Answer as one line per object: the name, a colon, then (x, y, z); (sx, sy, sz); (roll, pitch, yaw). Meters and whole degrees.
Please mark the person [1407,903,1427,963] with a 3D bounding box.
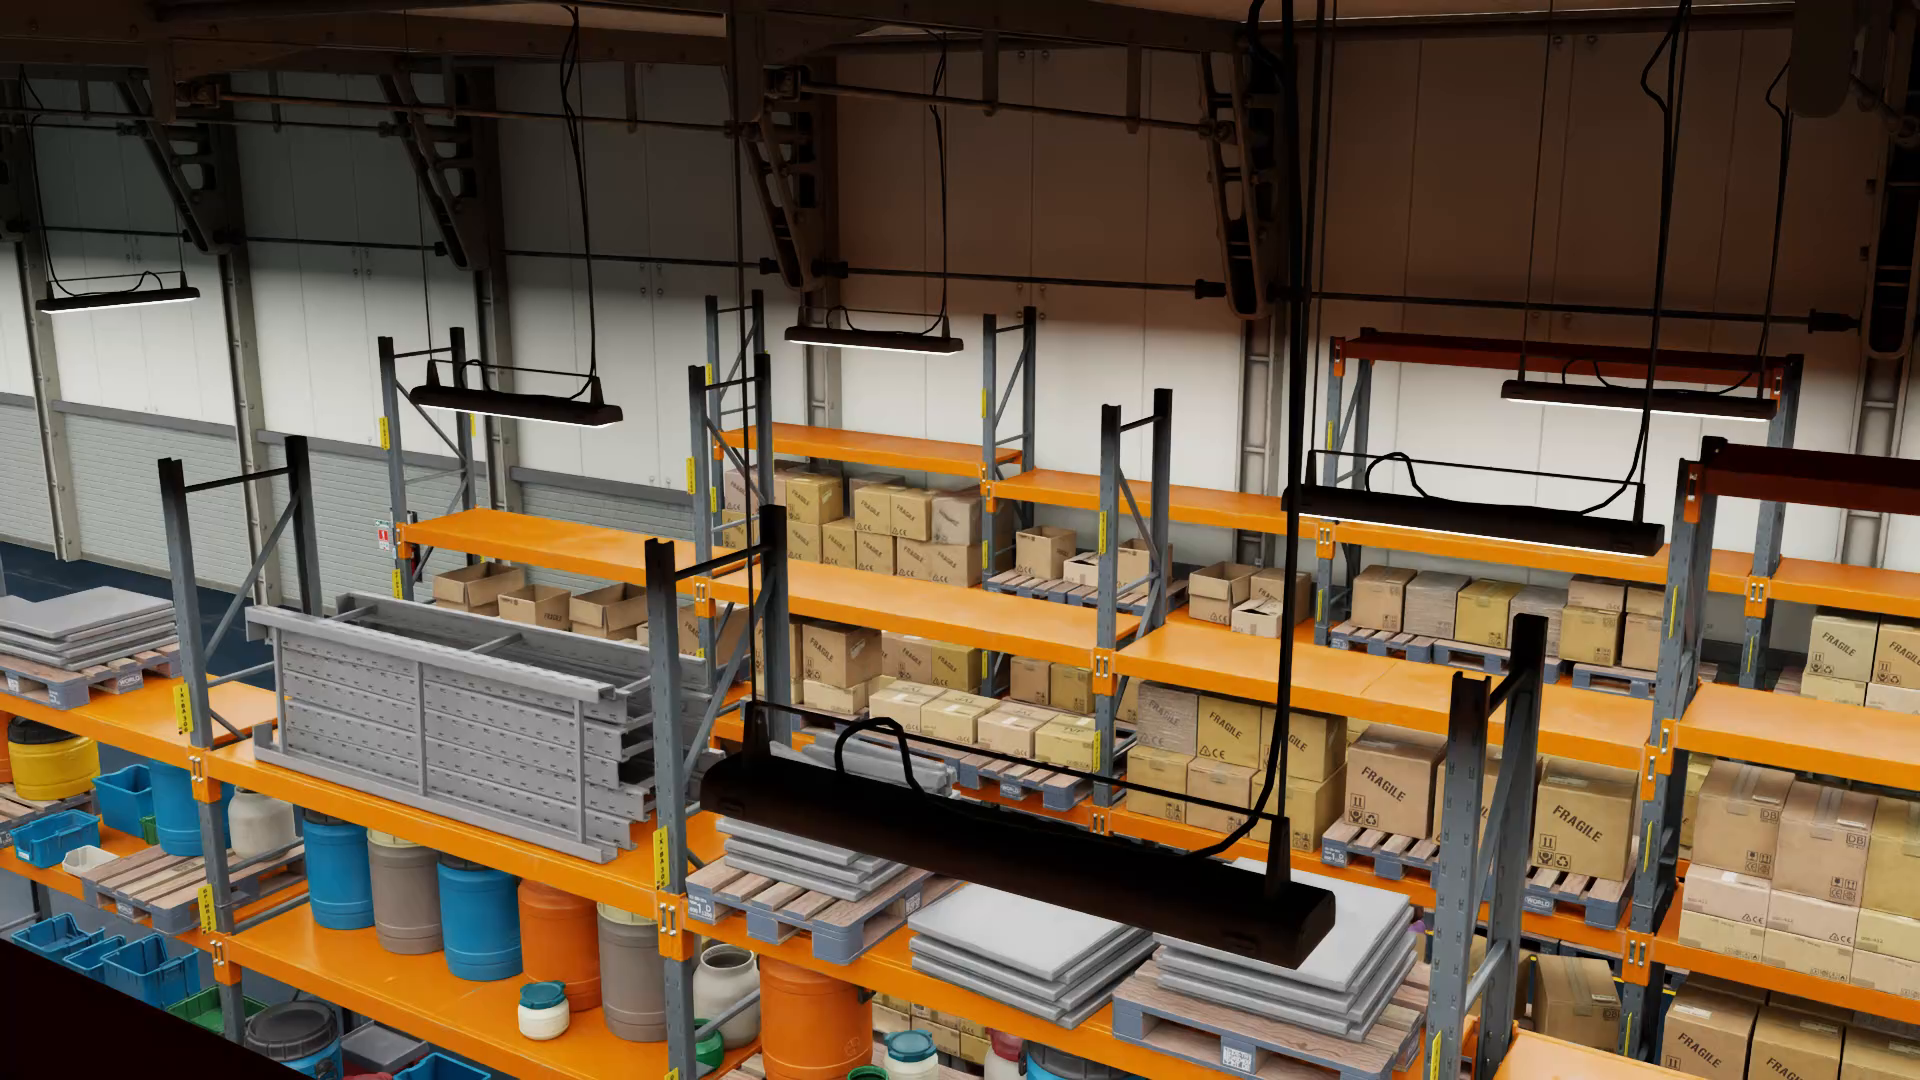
person: (3.854, 3.820, 14.487); (0.972, 1.538, 0.415); (8, 16, 29)
